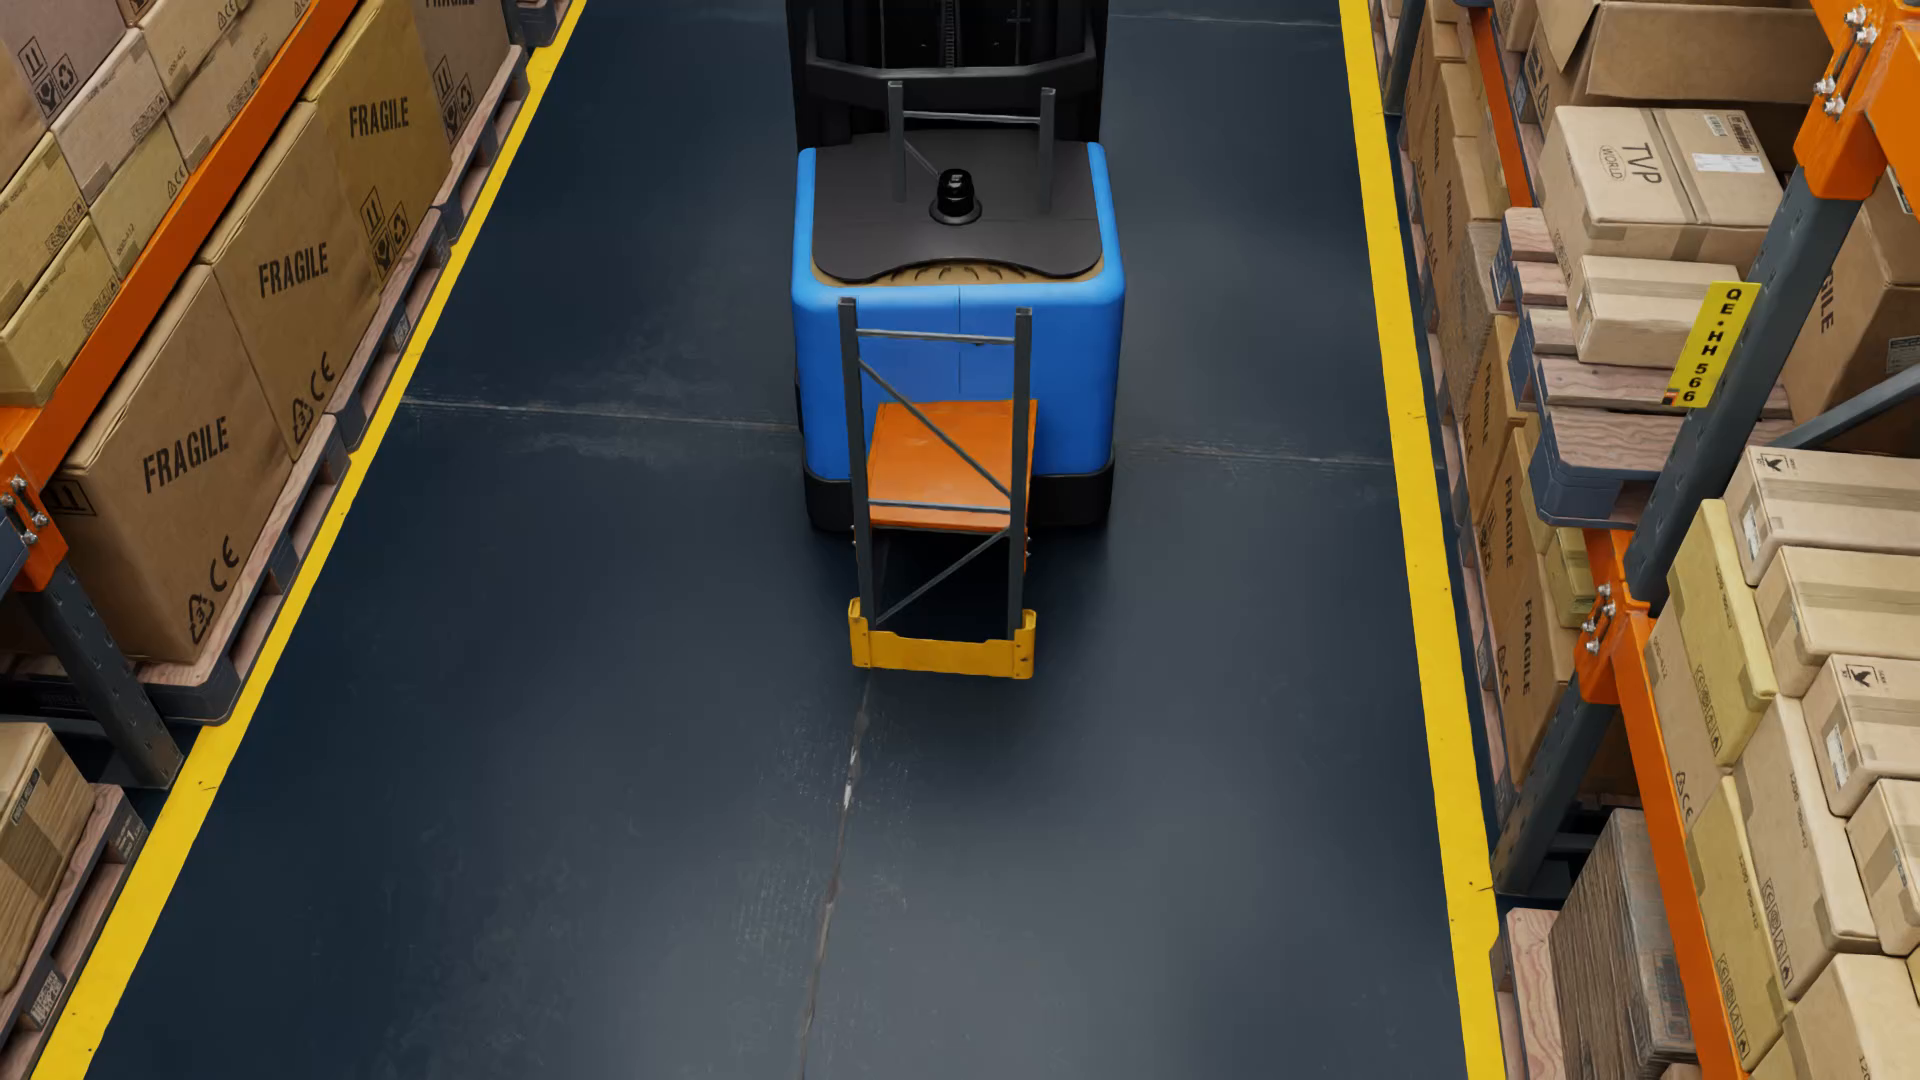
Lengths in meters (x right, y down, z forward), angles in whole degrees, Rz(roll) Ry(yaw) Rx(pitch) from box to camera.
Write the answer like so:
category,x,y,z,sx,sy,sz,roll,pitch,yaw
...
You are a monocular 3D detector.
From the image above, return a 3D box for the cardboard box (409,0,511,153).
category,x,y,z,sx,sy,sz,roll,pitch,yaw
cardboard box,-2.505,-2.229,6.911,0.875,0.875,0.875,5,48,5

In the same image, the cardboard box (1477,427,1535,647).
category,x,y,z,sx,sy,sz,roll,pitch,yaw
cardboard box,1.931,0.015,5.113,0.500,0.500,0.500,3,48,3

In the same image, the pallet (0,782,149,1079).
category,x,y,z,sx,sy,sz,roll,pitch,yaw
pallet,-2.966,1.189,4.519,1.003,0.211,1.213,4,48,4

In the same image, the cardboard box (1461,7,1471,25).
category,x,y,z,sx,sy,sz,roll,pitch,yaw
cardboard box,2.141,-2.112,6.417,0.380,0.149,0.250,2,48,2

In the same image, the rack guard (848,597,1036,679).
category,x,y,z,sx,sy,sz,roll,pitch,yaw
rack guard,-0.055,0.314,5.292,0.587,0.250,0.087,4,48,4

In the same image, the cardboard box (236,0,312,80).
category,x,y,z,sx,sy,sz,roll,pitch,yaw
cardboard box,-2.474,-1.745,5.415,0.500,0.250,0.500,4,48,4

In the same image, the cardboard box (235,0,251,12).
category,x,y,z,sx,sy,sz,roll,pitch,yaw
cardboard box,-2.436,-1.917,5.233,0.500,0.250,0.500,5,48,4

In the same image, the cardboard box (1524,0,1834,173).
category,x,y,z,sx,sy,sz,roll,pitch,yaw
cardboard box,2.015,-1.384,4.628,0.797,0.503,0.637,3,48,3

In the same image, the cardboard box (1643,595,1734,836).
category,x,y,z,sx,sy,sz,roll,pitch,yaw
cardboard box,1.766,0.365,3.485,0.500,0.250,0.500,4,48,4

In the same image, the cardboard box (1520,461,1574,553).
category,x,y,z,sx,sy,sz,roll,pitch,yaw
cardboard box,1.837,-0.095,4.774,0.380,0.149,0.250,2,48,2

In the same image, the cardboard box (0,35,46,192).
category,x,y,z,sx,sy,sz,roll,pitch,yaw
cardboard box,-2.605,-1.043,3.926,0.500,0.500,0.500,2,48,2

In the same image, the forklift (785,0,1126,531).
category,x,y,z,sx,sy,sz,roll,pitch,yaw
forklift,-0.052,-2.098,5.683,1.130,2.935,3.031,-1,48,-1

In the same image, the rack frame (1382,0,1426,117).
category,x,y,z,sx,sy,sz,roll,pitch,yaw
rack frame,2.415,-2.934,6.401,1.000,3.000,0.127,4,48,4

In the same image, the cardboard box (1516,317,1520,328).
category,x,y,z,sx,sy,sz,roll,pitch,yaw
cardboard box,1.996,-0.660,5.290,0.380,0.149,0.250,3,48,3

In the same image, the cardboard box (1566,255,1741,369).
category,x,y,z,sx,sy,sz,roll,pitch,yaw
cardboard box,1.728,-0.561,4.116,0.380,0.149,0.250,5,48,4

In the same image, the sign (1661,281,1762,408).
category,x,y,z,sx,sy,sz,roll,pitch,yaw
sign,1.509,-0.389,3.342,0.100,0.325,0.005,4,48,4

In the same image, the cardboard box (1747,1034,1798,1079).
category,x,y,z,sx,sy,sz,roll,pitch,yaw
cardboard box,1.676,1.113,2.801,0.500,0.250,0.500,2,48,2

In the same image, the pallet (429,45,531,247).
category,x,y,z,sx,sy,sz,roll,pitch,yaw
pallet,-2.524,-1.752,7.210,1.003,0.211,1.213,4,48,4

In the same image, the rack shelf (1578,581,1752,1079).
category,x,y,z,sx,sy,sz,roll,pitch,yaw
rack shelf,1.868,1.717,2.634,1.077,0.370,4.000,4,48,4

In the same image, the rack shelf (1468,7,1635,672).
category,x,y,z,sx,sy,sz,roll,pitch,yaw
rack shelf,2.232,-1.222,5.322,1.077,0.370,4.000,4,48,4

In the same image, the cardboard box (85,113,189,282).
category,x,y,z,sx,sy,sz,roll,pitch,yaw
cardboard box,-2.569,-0.997,4.730,0.500,0.250,0.500,3,48,2

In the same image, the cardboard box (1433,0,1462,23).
category,x,y,z,sx,sy,sz,roll,pitch,yaw
cardboard box,2.117,-2.206,6.704,0.380,0.149,0.250,6,48,5

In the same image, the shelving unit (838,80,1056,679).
category,x,y,z,sx,sy,sz,roll,pitch,yaw
shelving unit,-0.010,-0.474,5.165,0.587,1.500,1.083,4,48,4

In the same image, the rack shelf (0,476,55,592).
category,x,y,z,sx,sy,sz,roll,pitch,yaw
rack shelf,-3.075,1.386,2.937,1.077,0.370,4.000,4,48,4

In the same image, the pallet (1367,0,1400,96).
category,x,y,z,sx,sy,sz,roll,pitch,yaw
pallet,2.478,-2.498,7.892,1.003,0.211,1.213,4,48,4

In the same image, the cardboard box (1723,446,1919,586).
category,x,y,z,sx,sy,sz,roll,pitch,yaw
cardboard box,1.728,-0.033,3.240,0.380,0.149,0.250,5,48,5

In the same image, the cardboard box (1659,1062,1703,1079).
category,x,y,z,sx,sy,sz,roll,pitch,yaw
cardboard box,1.928,1.603,3.576,0.875,0.625,0.625,5,48,5

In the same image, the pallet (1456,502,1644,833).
category,x,y,z,sx,sy,sz,roll,pitch,yaw
pallet,2.156,0.400,5.241,1.003,0.211,1.213,4,48,4

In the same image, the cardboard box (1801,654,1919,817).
category,x,y,z,sx,sy,sz,roll,pitch,yaw
cardboard box,1.707,0.353,2.887,0.380,0.149,0.250,5,48,5

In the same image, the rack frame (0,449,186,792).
category,x,y,z,sx,sy,sz,roll,pitch,yaw
rack frame,-2.893,-0.326,4.016,1.000,3.000,0.127,4,48,4

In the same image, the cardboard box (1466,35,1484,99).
category,x,y,z,sx,sy,sz,roll,pitch,yaw
cardboard box,2.157,-1.808,6.340,0.380,0.149,0.250,2,48,2

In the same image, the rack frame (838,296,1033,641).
category,x,y,z,sx,sy,sz,roll,pitch,yaw
rack frame,-0.060,-0.094,4.818,0.500,1.500,0.032,4,48,4

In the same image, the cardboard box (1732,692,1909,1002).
category,x,y,z,sx,sy,sz,roll,pitch,yaw
cardboard box,1.720,0.564,2.964,0.500,0.250,0.500,5,48,5

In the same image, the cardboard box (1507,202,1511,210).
category,x,y,z,sx,sy,sz,roll,pitch,yaw
cardboard box,2.065,-1.042,5.640,0.380,0.149,0.250,4,48,4

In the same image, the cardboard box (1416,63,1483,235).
category,x,y,z,sx,sy,sz,roll,pitch,yaw
cardboard box,2.108,-1.500,6.499,0.500,0.500,0.500,3,48,3

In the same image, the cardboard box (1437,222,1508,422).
category,x,y,z,sx,sy,sz,roll,pitch,yaw
cardboard box,2.005,-0.753,5.815,0.500,0.500,0.500,2,48,2

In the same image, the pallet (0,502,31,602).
category,x,y,z,sx,sy,sz,roll,pitch,yaw
pallet,-2.852,0.269,3.601,1.213,0.211,1.003,4,48,4

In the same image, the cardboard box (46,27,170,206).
category,x,y,z,sx,sy,sz,roll,pitch,yaw
cardboard box,-2.553,-1.180,4.559,0.500,0.250,0.500,5,48,4

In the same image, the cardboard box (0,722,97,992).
category,x,y,z,sx,sy,sz,roll,pitch,yaw
cardboard box,-2.955,0.833,4.451,0.950,0.372,0.625,1,48,1

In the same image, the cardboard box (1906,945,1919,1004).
category,x,y,z,sx,sy,sz,roll,pitch,yaw
cardboard box,1.703,0.733,2.539,0.380,0.149,0.250,4,48,4

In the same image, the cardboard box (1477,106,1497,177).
category,x,y,z,sx,sy,sz,roll,pitch,yaw
cardboard box,2.085,-1.424,5.990,0.380,0.149,0.250,4,48,3

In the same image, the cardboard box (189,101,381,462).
category,x,y,z,sx,sy,sz,roll,pitch,yaw
cardboard box,-2.662,-0.908,5.703,0.875,0.875,0.875,4,48,4

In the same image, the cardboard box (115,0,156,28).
category,x,y,z,sx,sy,sz,roll,pitch,yaw
cardboard box,-2.507,-1.788,4.607,0.500,0.500,0.500,5,48,5

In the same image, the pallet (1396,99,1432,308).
category,x,y,z,sx,sy,sz,roll,pitch,yaw
pallet,2.378,-1.393,6.881,1.003,0.211,1.213,4,48,4

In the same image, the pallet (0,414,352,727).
category,x,y,z,sx,sy,sz,roll,pitch,yaw
pallet,-2.746,0.041,5.570,1.003,0.211,1.213,4,48,4
